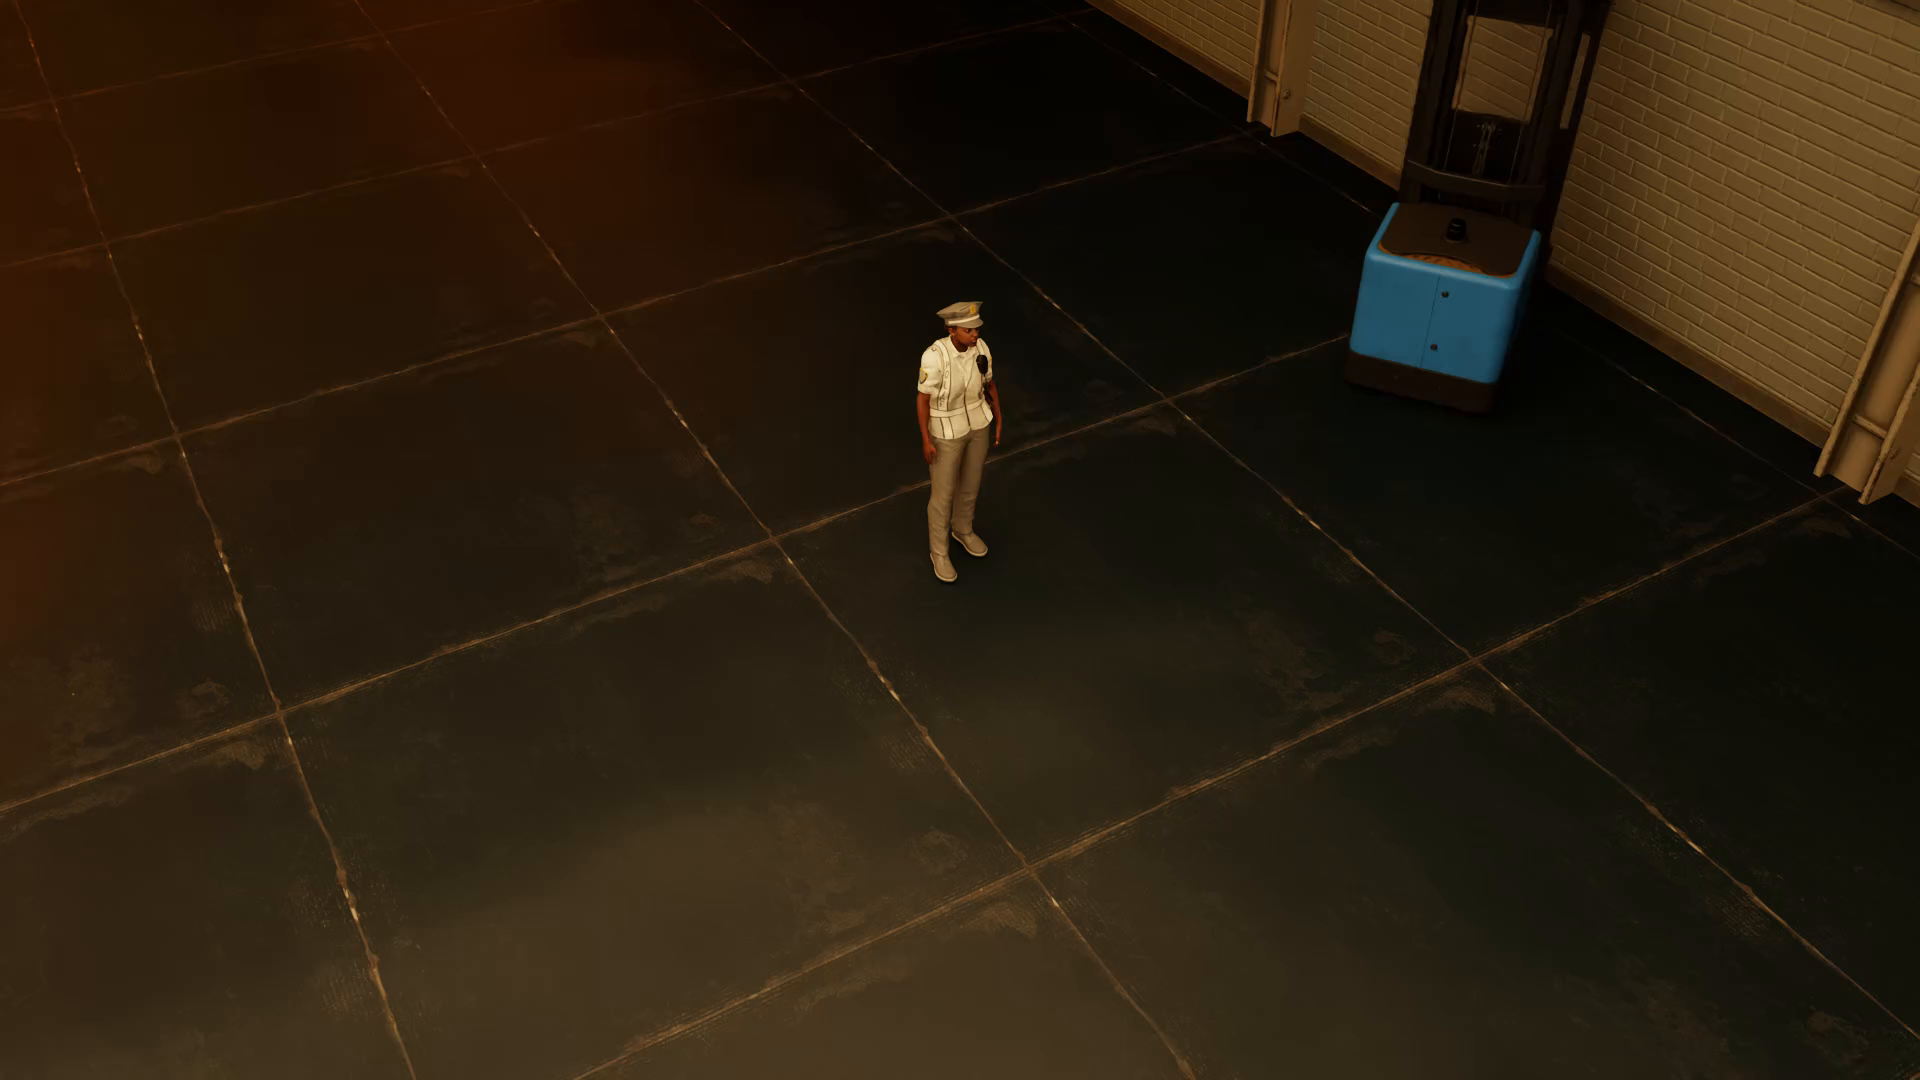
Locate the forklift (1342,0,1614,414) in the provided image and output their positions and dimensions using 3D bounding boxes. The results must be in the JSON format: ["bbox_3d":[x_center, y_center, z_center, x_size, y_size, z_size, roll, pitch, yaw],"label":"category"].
[{"bbox_3d":[3.744,-2.921,11.558,1.130,2.935,3.031,16,42,19],"label":"forklift"}]

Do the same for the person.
[{"bbox_3d":[0.021,-0.609,9.728,0.569,1.695,0.528,-20,44,-23],"label":"person"}]
